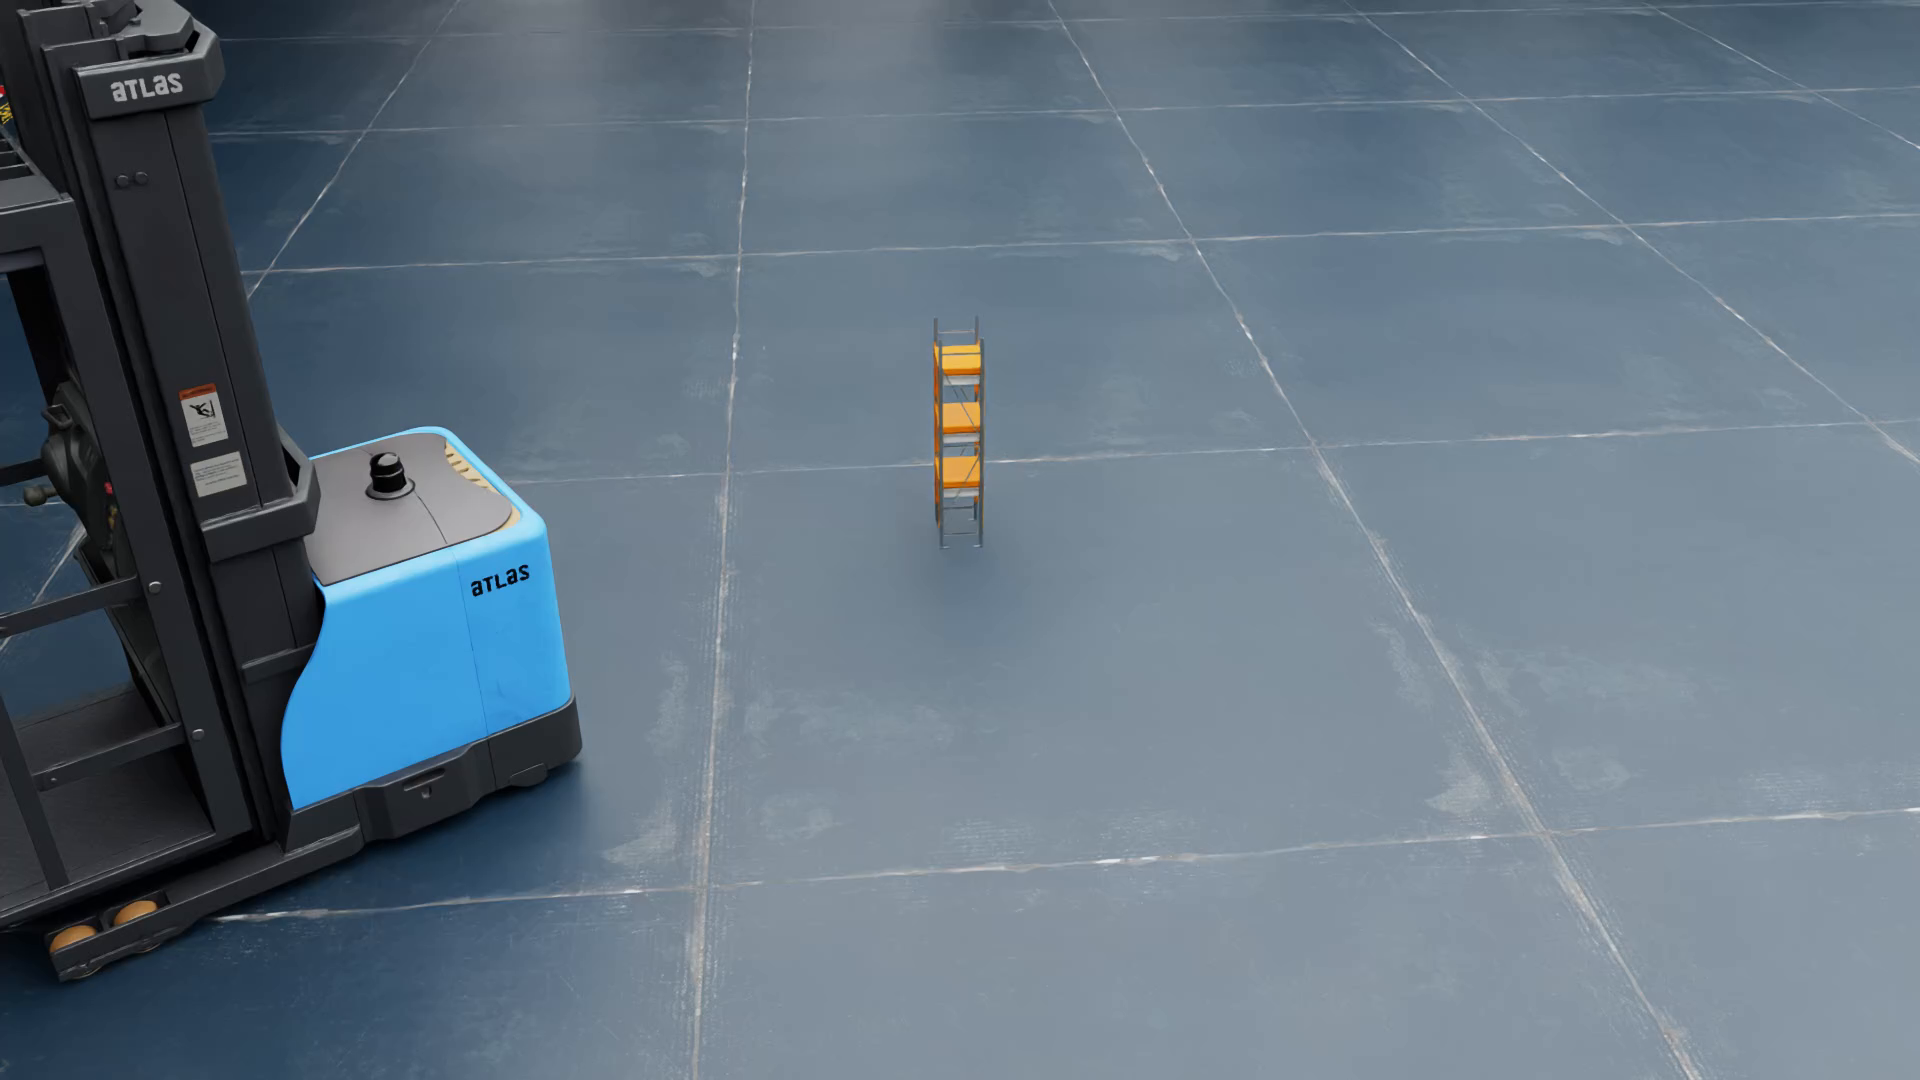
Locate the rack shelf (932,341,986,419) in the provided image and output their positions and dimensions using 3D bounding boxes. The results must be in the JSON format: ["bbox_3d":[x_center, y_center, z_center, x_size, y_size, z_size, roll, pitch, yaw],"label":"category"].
[{"bbox_3d":[-0.005,-0.713,7.386,0.215,0.259,0.240,-3,31,-5],"label":"rack shelf"}]

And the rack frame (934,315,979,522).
[{"bbox_3d":[-0.016,-0.540,7.631,0.200,1.050,0.008,-3,31,-5],"label":"rack frame"}]

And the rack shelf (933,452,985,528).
[{"bbox_3d":[-0.005,-0.230,7.674,0.215,0.259,0.240,-3,31,-5],"label":"rack shelf"}]

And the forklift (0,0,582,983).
[{"bbox_3d":[-2.917,-0.150,5.143,3.031,2.935,1.130,-21,37,-31],"label":"forklift"}]

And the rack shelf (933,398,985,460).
[{"bbox_3d":[-0.005,-0.469,7.532,0.215,0.259,0.240,-3,31,-5],"label":"rack shelf"}]

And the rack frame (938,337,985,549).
[{"bbox_3d":[0.006,-0.416,7.422,0.200,1.050,0.008,-3,31,-5],"label":"rack frame"}]

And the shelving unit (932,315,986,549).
[{"bbox_3d":[-0.005,-0.478,7.527,0.215,1.050,0.252,-3,31,-5],"label":"shelving unit"}]
